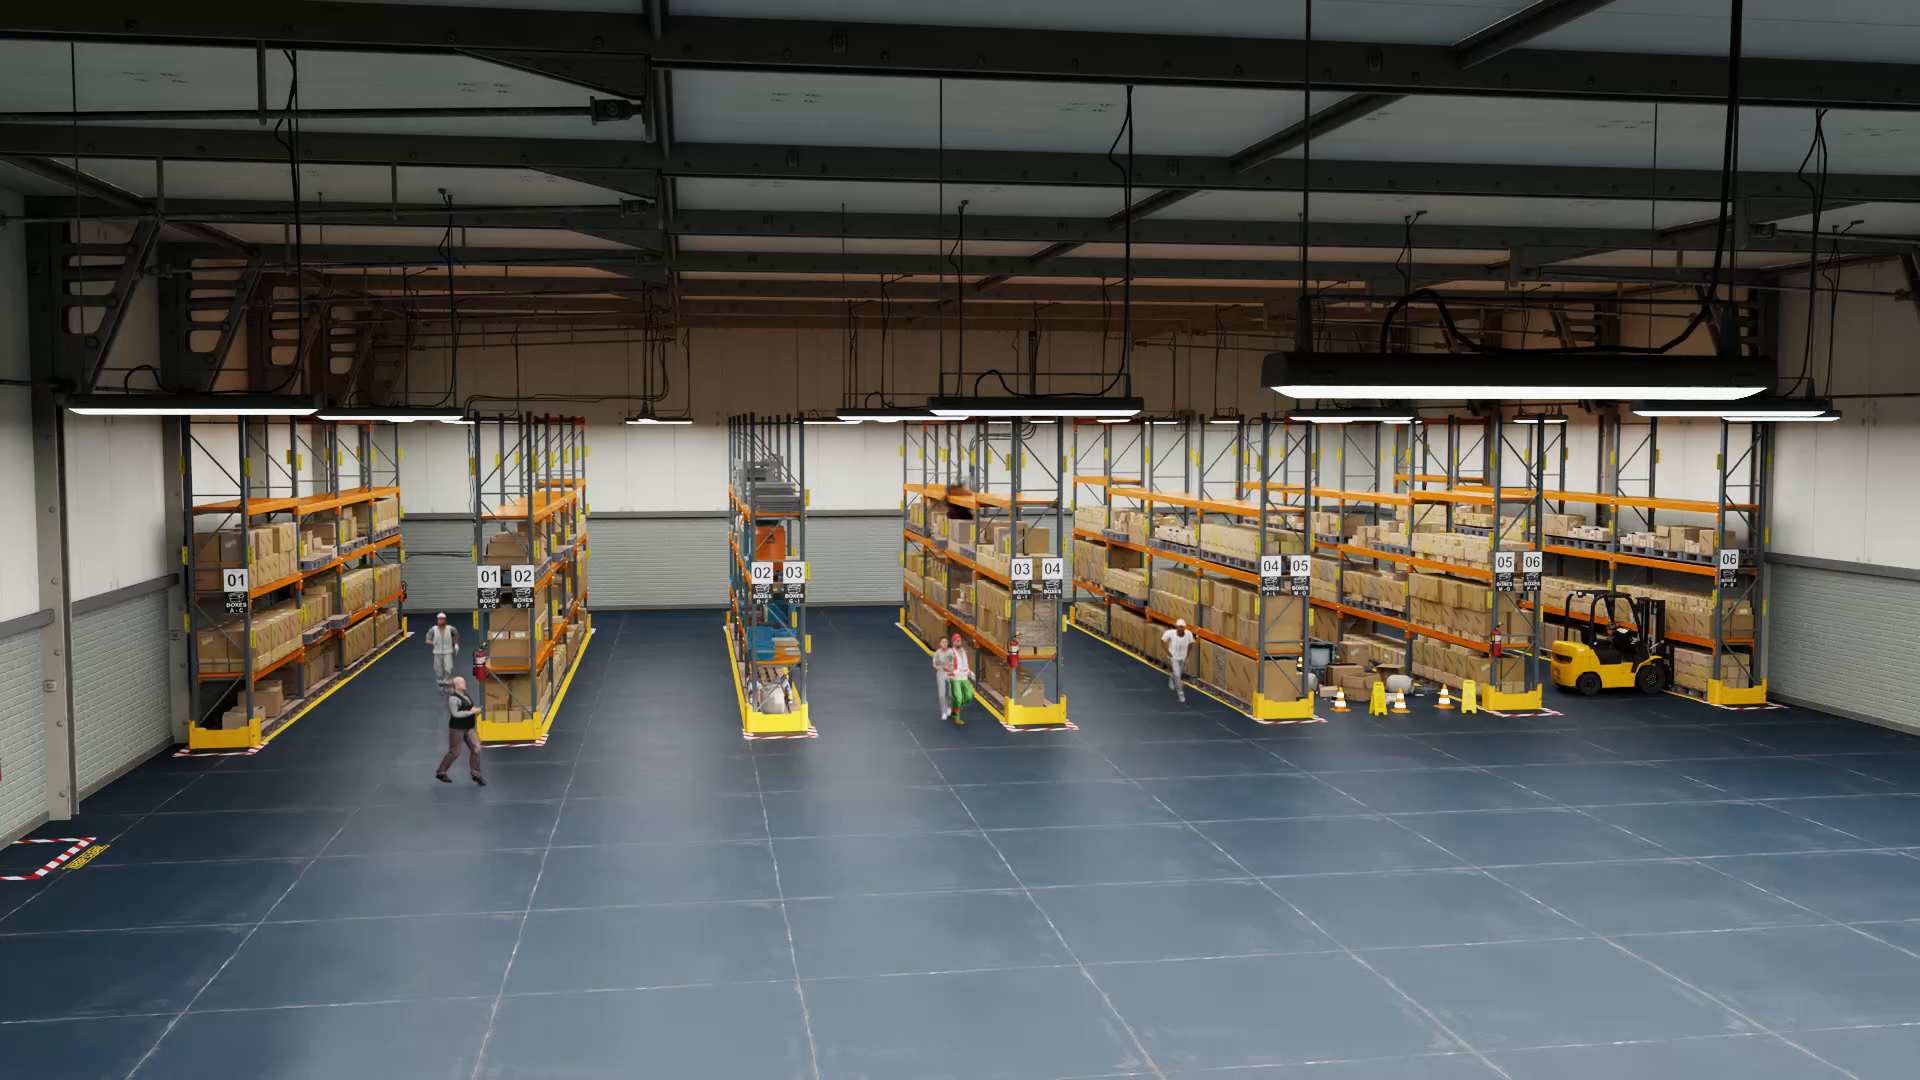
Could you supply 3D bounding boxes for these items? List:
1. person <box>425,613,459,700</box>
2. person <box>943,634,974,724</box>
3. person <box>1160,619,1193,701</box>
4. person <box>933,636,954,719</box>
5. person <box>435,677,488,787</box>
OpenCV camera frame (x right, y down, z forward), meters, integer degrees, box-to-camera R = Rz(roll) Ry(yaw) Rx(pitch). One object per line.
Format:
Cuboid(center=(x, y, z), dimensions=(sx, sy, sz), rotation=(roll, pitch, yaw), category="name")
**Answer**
Cuboid(center=(-10.893, 2.452, 34.987), dimensions=(0.664, 1.852, 0.776), rotation=(-1, 4, -15), category="person")
Cuboid(center=(-0.021, 2.677, 32.025), dimensions=(0.655, 1.742, 0.593), rotation=(-3, 5, -36), category="person")
Cuboid(center=(4.555, 2.511, 35.088), dimensions=(0.706, 1.756, 0.936), rotation=(-1, 4, -9), category="person")
Cuboid(center=(-0.253, 2.694, 32.452), dimensions=(0.566, 1.645, 0.618), rotation=(0, 4, -6), category="person")
Cuboid(center=(-7.944, 3.051, 26.461), dimensions=(0.830, 1.769, 0.632), rotation=(1, 4, 15), category="person")
